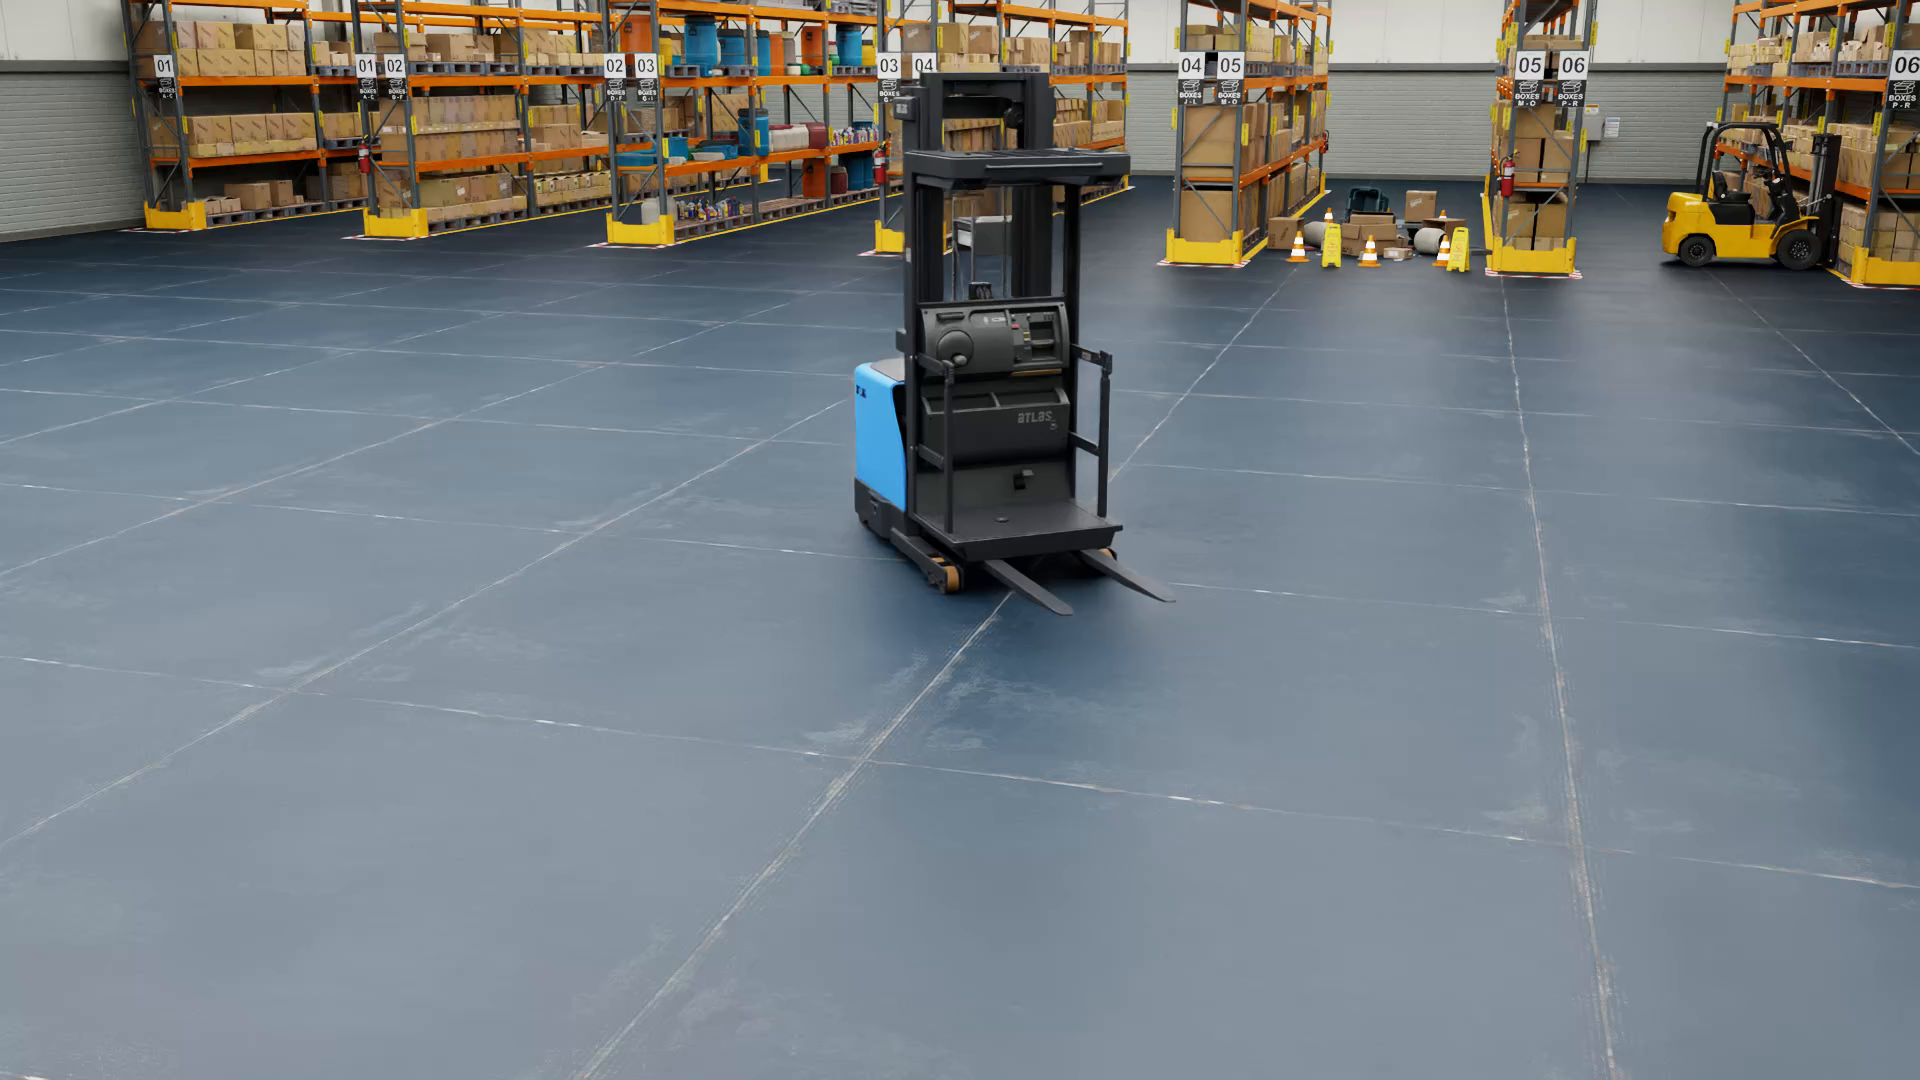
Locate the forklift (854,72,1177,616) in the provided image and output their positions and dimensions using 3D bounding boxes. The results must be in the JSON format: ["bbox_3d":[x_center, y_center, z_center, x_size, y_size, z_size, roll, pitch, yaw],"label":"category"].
[{"bbox_3d":[0.296,-1.224,9.773,1.130,2.935,3.031,-6,17,-21],"label":"forklift"}]

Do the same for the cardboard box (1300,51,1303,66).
[{"bbox_3d":[6.704,-9.711,33.891,0.500,0.500,0.500,5,16,16],"label":"cardboard box"}]

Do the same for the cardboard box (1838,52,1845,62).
[{"bbox_3d":[14.131,-7.651,26.317,0.380,0.149,0.250,5,17,17],"label":"cardboard box"}]

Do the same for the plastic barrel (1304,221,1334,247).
[{"bbox_3d":[6.163,-5.258,28.593,0.421,0.421,0.512,-10,19,-32],"label":"plastic barrel"}]

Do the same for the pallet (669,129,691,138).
[{"bbox_3d":[-7.267,-9.894,40.566,1.003,0.211,1.213,5,16,16],"label":"pallet"}]

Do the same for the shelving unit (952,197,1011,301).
[{"bbox_3d":[0.247,-1.334,11.684,0.503,2.100,0.431,-6,17,-20],"label":"shelving unit"}]

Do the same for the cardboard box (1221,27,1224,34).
[{"bbox_3d":[4.153,-8.403,27.506,0.380,0.149,0.250,5,16,16],"label":"cardboard box"}]

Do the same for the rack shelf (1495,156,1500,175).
[{"bbox_3d":[10.358,-6.733,30.390,1.077,0.370,4.000,5,16,16],"label":"rack shelf"}]

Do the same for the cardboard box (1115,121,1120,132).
[{"bbox_3d":[3.670,-10.255,41.218,0.500,0.250,0.500,4,16,15],"label":"cardboard box"}]

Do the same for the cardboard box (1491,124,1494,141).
[{"bbox_3d":[12.788,-9.640,39.138,0.500,0.500,0.500,4,16,15],"label":"cardboard box"}]

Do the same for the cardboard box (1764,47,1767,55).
[{"bbox_3d":[16.017,-9.594,32.623,0.380,0.149,0.250,5,17,16],"label":"cardboard box"}]

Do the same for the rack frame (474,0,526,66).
[{"bbox_3d":[-9.209,-10.980,33.050,1.000,3.000,0.127,5,16,16],"label":"rack frame"}]

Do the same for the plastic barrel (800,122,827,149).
[{"bbox_3d":[-3.166,-8.676,35.671,0.600,0.536,0.708,5,16,16],"label":"plastic barrel"}]

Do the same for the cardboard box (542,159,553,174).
[{"bbox_3d":[-11.229,-9.888,44.006,0.700,0.500,0.500,4,16,15],"label":"cardboard box"}]

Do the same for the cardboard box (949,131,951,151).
[{"bbox_3d":[-0.639,-6.751,28.406,0.875,0.500,0.500,5,16,16],"label":"cardboard box"}]

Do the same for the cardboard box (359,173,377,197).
[{"bbox_3d":[-13.484,-7.949,37.134,0.700,0.500,0.500,5,17,17],"label":"cardboard box"}]

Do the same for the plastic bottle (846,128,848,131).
[{"bbox_3d":[-2.701,-9.683,39.684,0.061,0.283,0.133,5,16,16],"label":"plastic bottle"}]

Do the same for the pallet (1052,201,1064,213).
[{"bbox_3d":[1.721,-7.230,35.933,1.003,0.211,1.213,5,16,16],"label":"pallet"}]

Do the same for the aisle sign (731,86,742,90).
[{"bbox_3d":[-6.061,-12.525,44.725,0.394,0.787,0.004,5,16,16],"label":"aisle sign"}]

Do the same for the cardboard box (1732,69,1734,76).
[{"bbox_3d":[17.338,-10.375,36.874,0.380,0.149,0.250,5,17,17],"label":"cardboard box"}]

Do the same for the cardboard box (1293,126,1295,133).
[{"bbox_3d":[6.772,-8.568,34.684,0.380,0.149,0.250,5,16,16],"label":"cardboard box"}]

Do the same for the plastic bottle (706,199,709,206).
[{"bbox_3d":[-4.935,-6.469,32.313,0.061,0.283,0.133,5,16,16],"label":"plastic bottle"}]

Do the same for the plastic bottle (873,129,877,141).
[{"bbox_3d":[-2.011,-9.553,39.228,0.061,0.283,0.133,5,16,16],"label":"plastic bottle"}]

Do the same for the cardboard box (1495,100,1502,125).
[{"bbox_3d":[11.662,-9.086,35.349,0.500,0.500,0.500,5,17,17],"label":"cardboard box"}]

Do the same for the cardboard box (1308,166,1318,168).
[{"bbox_3d":[8.517,-9.012,40.469,0.380,0.149,0.250,5,17,17],"label":"cardboard box"}]

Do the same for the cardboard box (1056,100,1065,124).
[{"bbox_3d":[1.836,-9.262,35.966,0.797,0.503,0.637,5,17,17],"label":"cardboard box"}]

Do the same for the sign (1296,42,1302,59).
[{"bbox_3d":[6.681,-9.645,32.747,0.100,0.325,0.005,5,16,16],"label":"sign"}]

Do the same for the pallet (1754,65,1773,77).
[{"bbox_3d":[16.278,-9.181,32.549,1.213,0.211,1.003,5,16,16],"label":"pallet"}]

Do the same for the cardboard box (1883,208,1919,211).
[{"bbox_3d":[13.869,-4.728,24.439,0.500,0.250,0.500,5,16,16],"label":"cardboard box"}]

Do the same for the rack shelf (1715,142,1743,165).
[{"bbox_3d":[17.391,-8.442,36.415,1.077,0.370,4.000,5,16,16],"label":"rack shelf"}]

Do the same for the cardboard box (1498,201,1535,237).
[{"bbox_3d":[8.630,-4.980,25.783,0.500,0.500,0.500,5,17,16],"label":"cardboard box"}]

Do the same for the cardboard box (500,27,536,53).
[{"bbox_3d":[-8.996,-10.186,33.878,0.500,0.500,0.500,5,17,17],"label":"cardboard box"}]

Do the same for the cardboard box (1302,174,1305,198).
[{"bbox_3d":[7.319,-7.793,36.618,0.500,0.500,0.500,4,16,15],"label":"cardboard box"}]

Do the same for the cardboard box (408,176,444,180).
[{"bbox_3d":[-10.208,-6.714,31.897,0.500,0.500,0.500,5,16,16],"label":"cardboard box"}]

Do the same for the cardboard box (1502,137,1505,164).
[{"bbox_3d":[9.122,-6.390,27.134,0.500,0.500,0.500,4,16,15],"label":"cardboard box"}]

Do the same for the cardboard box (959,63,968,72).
[{"bbox_3d":[-0.179,-8.020,28.385,0.500,0.250,0.500,5,16,16],"label":"cardboard box"}]

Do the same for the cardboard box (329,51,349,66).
[{"bbox_3d":[-13.552,-10.377,35.815,0.500,0.311,0.500,5,17,18],"label":"cardboard box"}]

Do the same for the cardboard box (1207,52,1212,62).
[{"bbox_3d":[3.792,-7.686,26.440,0.380,0.149,0.250,5,17,17],"label":"cardboard box"}]

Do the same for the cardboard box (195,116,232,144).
[{"bbox_3d":[-14.522,-7.959,32.256,0.500,0.500,0.500,5,16,16],"label":"cardboard box"}]

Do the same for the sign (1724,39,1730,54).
[{"bbox_3d":[17.439,-11.217,37.782,0.100,0.325,0.005,5,16,16],"label":"sign"}]

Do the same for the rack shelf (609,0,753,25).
[{"bbox_3d":[-5.029,-9.533,30.000,1.077,0.370,4.000,5,16,16],"label":"rack shelf"}]

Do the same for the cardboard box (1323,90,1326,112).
[{"bbox_3d":[8.533,-10.586,40.095,0.500,0.500,0.500,4,16,15],"label":"cardboard box"}]

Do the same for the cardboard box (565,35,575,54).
[{"bbox_3d":[-10.648,-13.256,44.517,0.500,0.500,0.500,5,17,18],"label":"cardboard box"}]

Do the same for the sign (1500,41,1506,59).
[{"bbox_3d":[10.396,-9.378,31.805,0.100,0.325,0.005,5,16,16],"label":"sign"}]

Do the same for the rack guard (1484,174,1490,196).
[{"bbox_3d":[13.206,-8.499,39.879,1.175,0.500,0.348,5,16,16],"label":"rack guard"}]

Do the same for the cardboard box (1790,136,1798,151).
[{"bbox_3d":[15.016,-7.024,29.453,0.500,0.250,0.500,4,16,14],"label":"cardboard box"}]

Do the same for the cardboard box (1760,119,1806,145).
[{"bbox_3d":[15.973,-7.912,32.268,0.797,0.503,0.637,4,16,15],"label":"cardboard box"}]

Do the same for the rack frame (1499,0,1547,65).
[{"bbox_3d":[13.200,-12.582,38.697,1.000,3.000,0.127,5,16,16],"label":"rack frame"}]

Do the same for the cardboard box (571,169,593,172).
[{"bbox_3d":[-8.503,-8.175,37.396,0.500,0.311,0.500,5,17,18],"label":"cardboard box"}]

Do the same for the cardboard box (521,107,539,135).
[{"bbox_3d":[-11.516,-10.855,43.053,0.980,0.700,0.700,5,17,17],"label":"cardboard box"}]

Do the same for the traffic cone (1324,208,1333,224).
[{"bbox_3d":[6.844,-5.927,30.877,0.336,0.463,0.334,5,16,16],"label":"traffic cone"}]

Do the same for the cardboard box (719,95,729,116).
[{"bbox_3d":[-6.239,-11.087,42.405,0.500,0.500,0.500,4,16,14],"label":"cardboard box"}]

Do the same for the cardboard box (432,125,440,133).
[{"bbox_3d":[-9.883,-7.628,30.854,0.380,0.149,0.250,5,16,16],"label":"cardboard box"}]

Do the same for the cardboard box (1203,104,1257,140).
[{"bbox_3d":[4.378,-6.840,27.193,0.875,0.550,0.550,5,16,16],"label":"cardboard box"}]

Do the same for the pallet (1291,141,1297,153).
[{"bbox_3d":[6.252,-8.063,34.109,1.213,0.211,1.003,5,16,16],"label":"pallet"}]

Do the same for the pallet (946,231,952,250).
[{"bbox_3d":[-0.562,-5.166,28.657,1.003,0.211,1.213,5,16,16],"label":"pallet"}]

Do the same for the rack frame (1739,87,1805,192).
[{"bbox_3d":[16.823,-8.265,34.472,1.000,3.000,0.127,5,16,16],"label":"rack frame"}]
